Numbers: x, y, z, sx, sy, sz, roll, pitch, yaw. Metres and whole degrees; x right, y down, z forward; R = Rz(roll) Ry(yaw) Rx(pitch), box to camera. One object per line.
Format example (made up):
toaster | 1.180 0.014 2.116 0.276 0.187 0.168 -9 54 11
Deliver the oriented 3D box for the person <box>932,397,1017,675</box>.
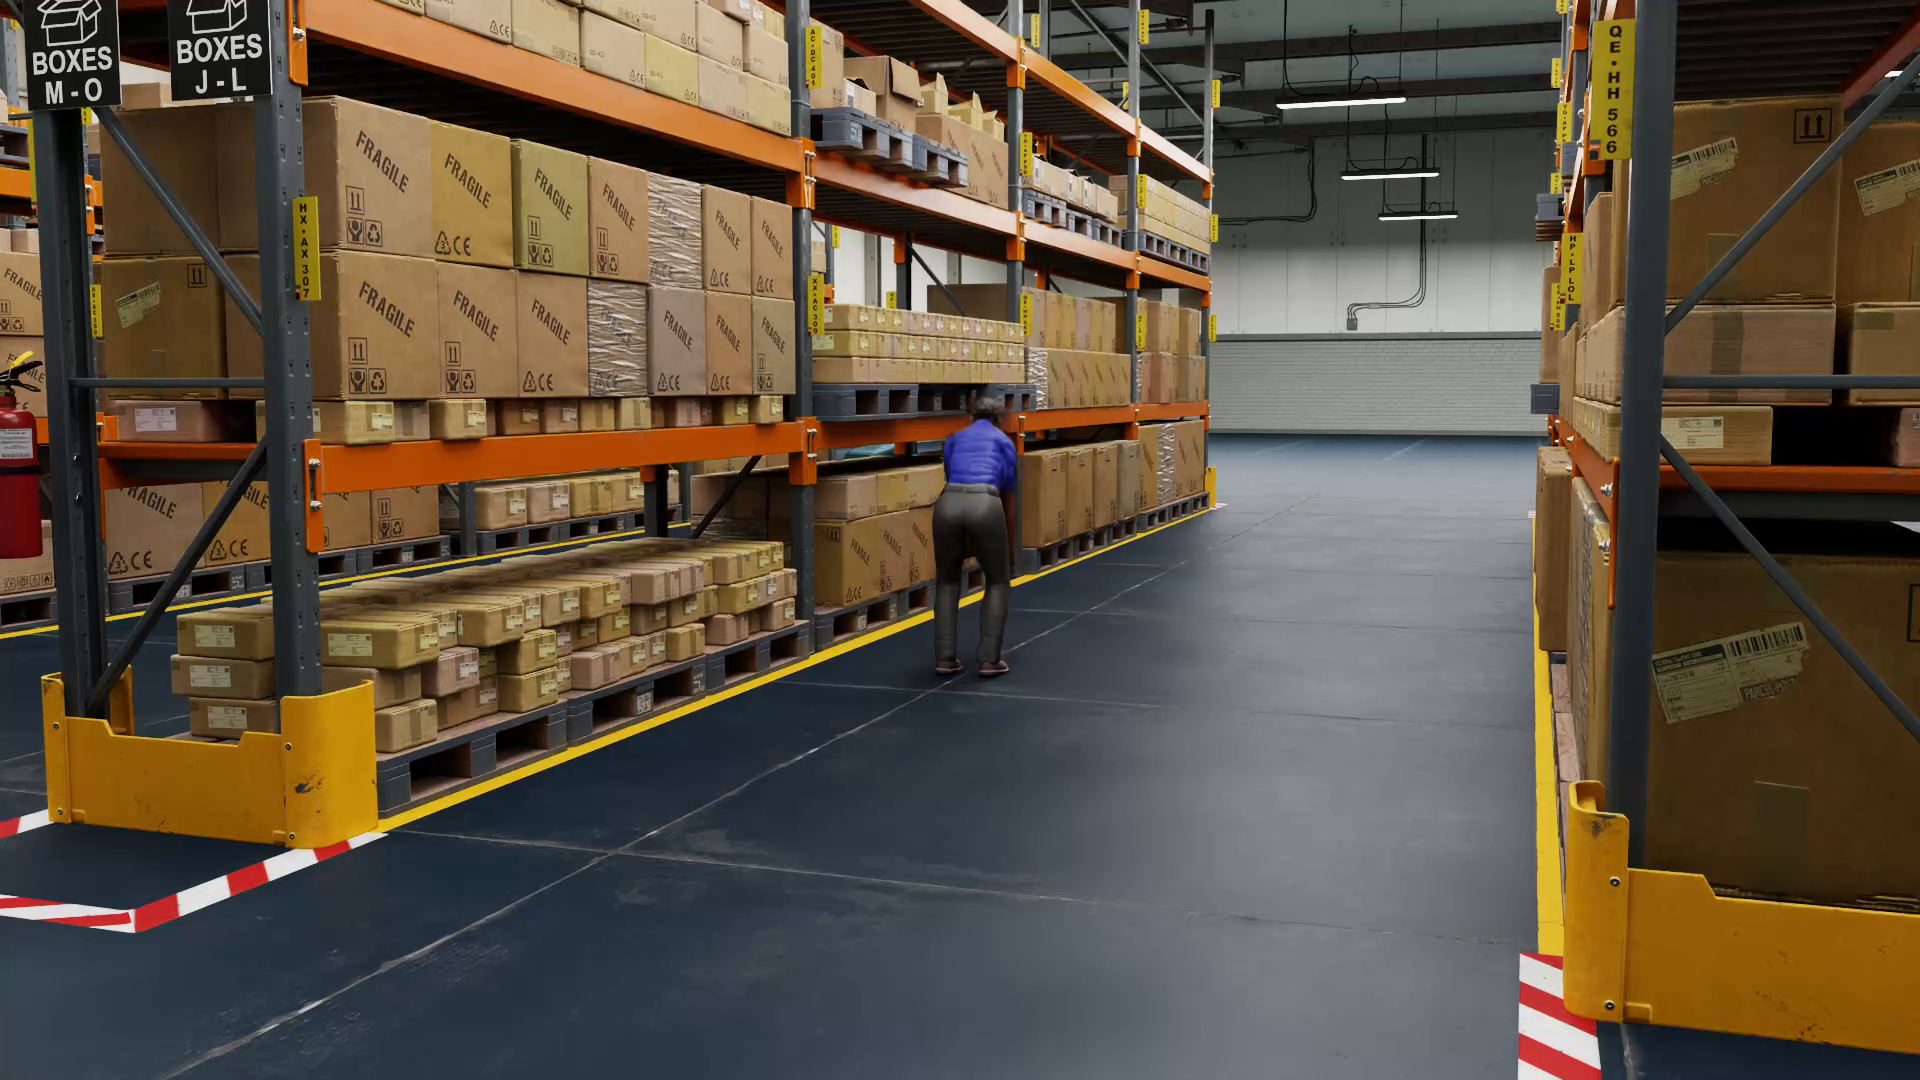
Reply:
person | 0.092 -0.030 8.796 0.411 1.445 0.709 1 6 15
